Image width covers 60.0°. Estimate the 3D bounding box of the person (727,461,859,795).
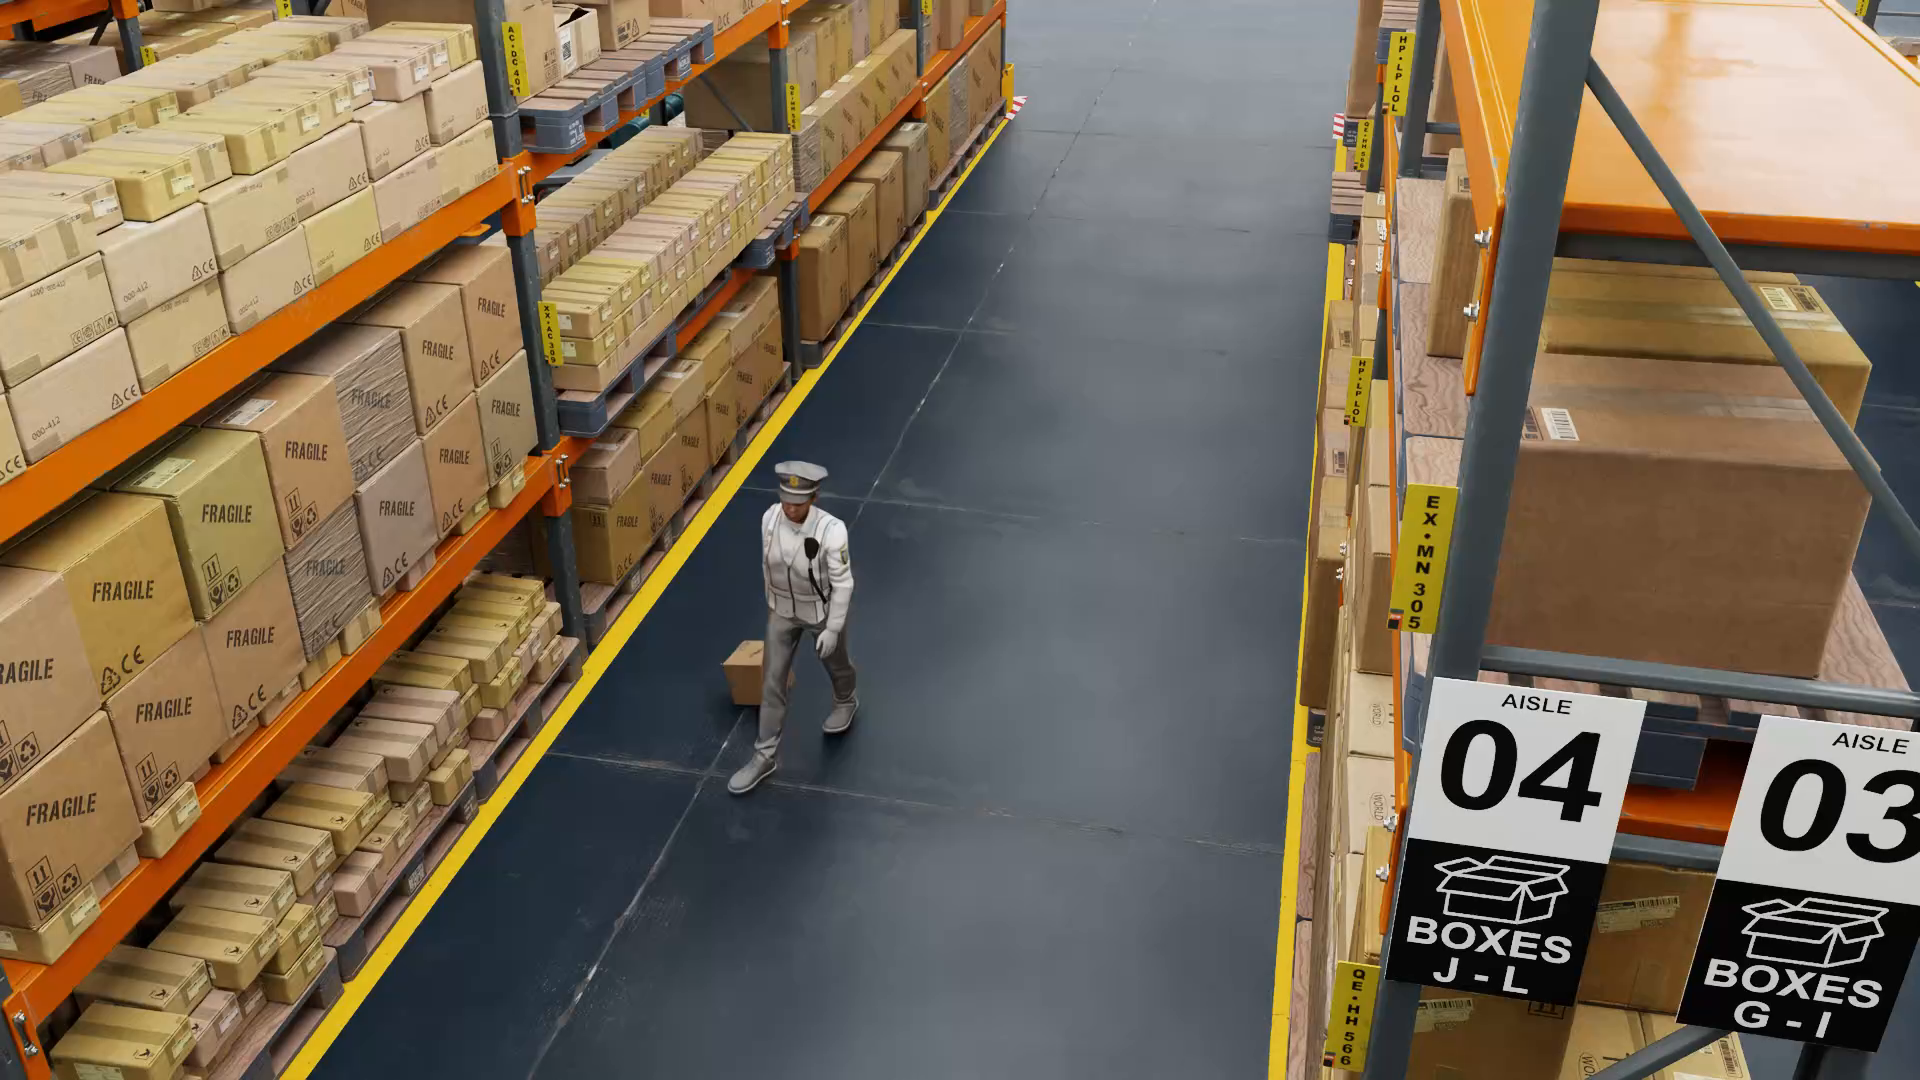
[{"bbox_3d":[-0.754,0.352,7.936,0.537,1.629,0.873,9,30,16],"label":"person"}]
